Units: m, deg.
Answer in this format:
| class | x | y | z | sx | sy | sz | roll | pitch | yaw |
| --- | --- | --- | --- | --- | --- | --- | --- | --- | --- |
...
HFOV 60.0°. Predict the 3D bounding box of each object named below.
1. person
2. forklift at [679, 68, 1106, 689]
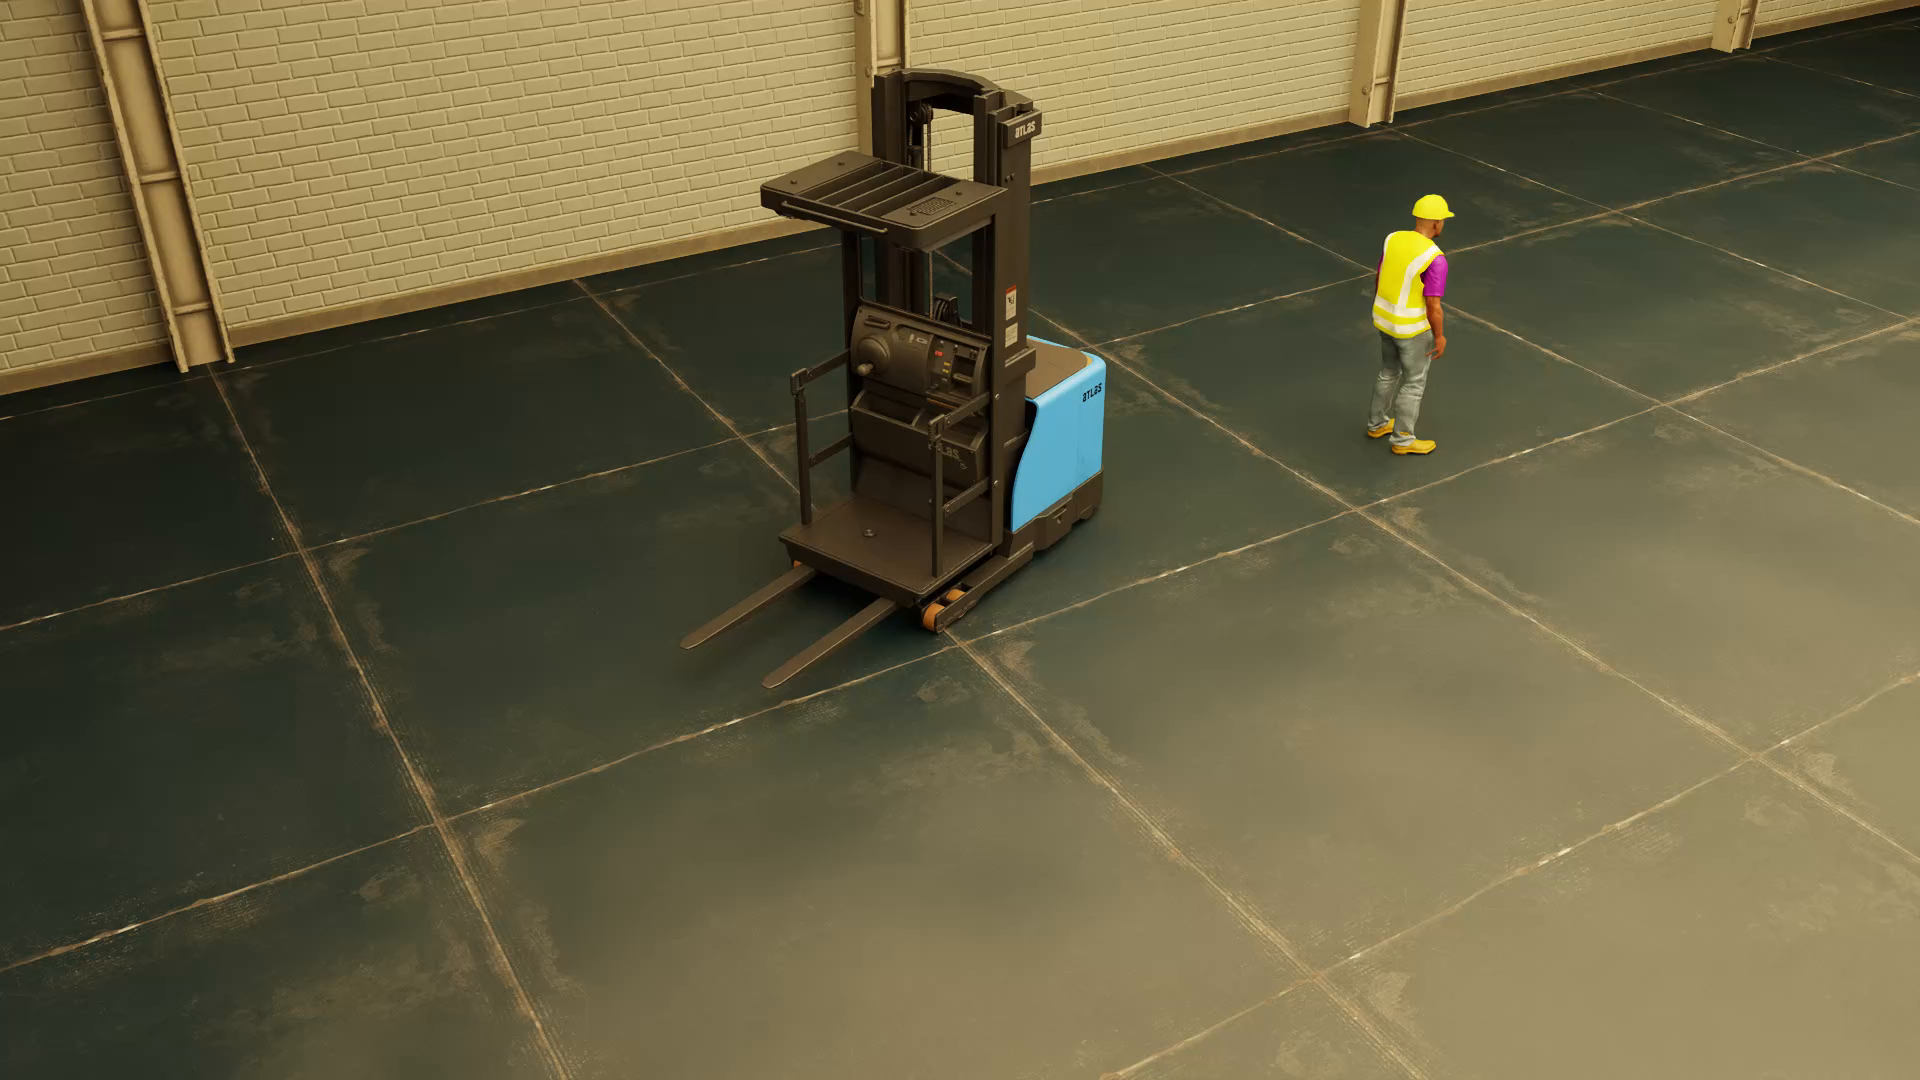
| class | x | y | z | sx | sy | sz | roll | pitch | yaw |
| --- | --- | --- | --- | --- | --- | --- | --- | --- | --- |
| person | 3.036 | -1.464 | 11.235 | 0.456 | 1.761 | 0.637 | -13 | 33 | -21 |
| forklift | -0.365 | -1.007 | 9.329 | 1.130 | 2.935 | 3.031 | 21 | 37 | 31 |
